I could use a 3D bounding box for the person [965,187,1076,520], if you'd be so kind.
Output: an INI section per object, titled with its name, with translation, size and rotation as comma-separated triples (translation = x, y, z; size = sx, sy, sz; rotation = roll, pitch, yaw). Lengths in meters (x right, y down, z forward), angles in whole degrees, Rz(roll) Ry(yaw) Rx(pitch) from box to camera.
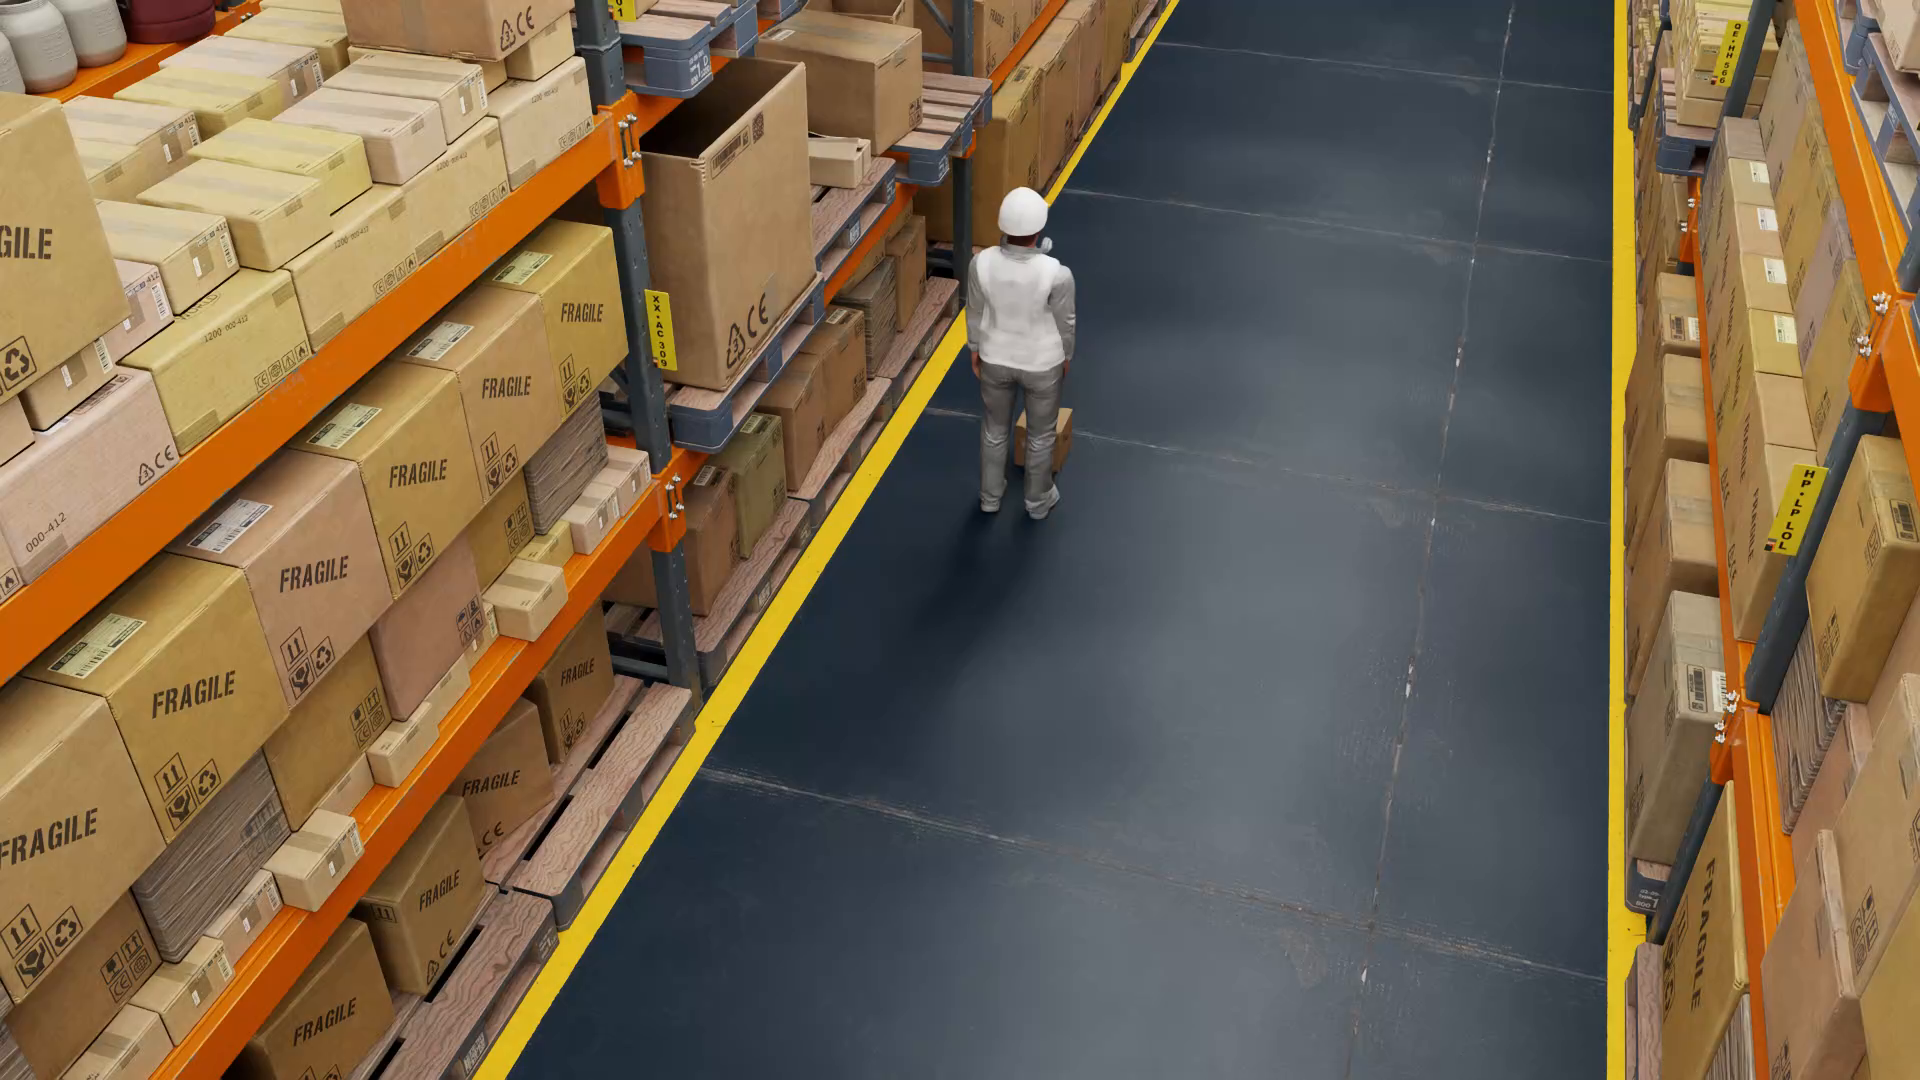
[person]
translation = 0.298, -0.887, 8.073
size = 0.540, 1.801, 0.378
rotation = 12, 38, 15
